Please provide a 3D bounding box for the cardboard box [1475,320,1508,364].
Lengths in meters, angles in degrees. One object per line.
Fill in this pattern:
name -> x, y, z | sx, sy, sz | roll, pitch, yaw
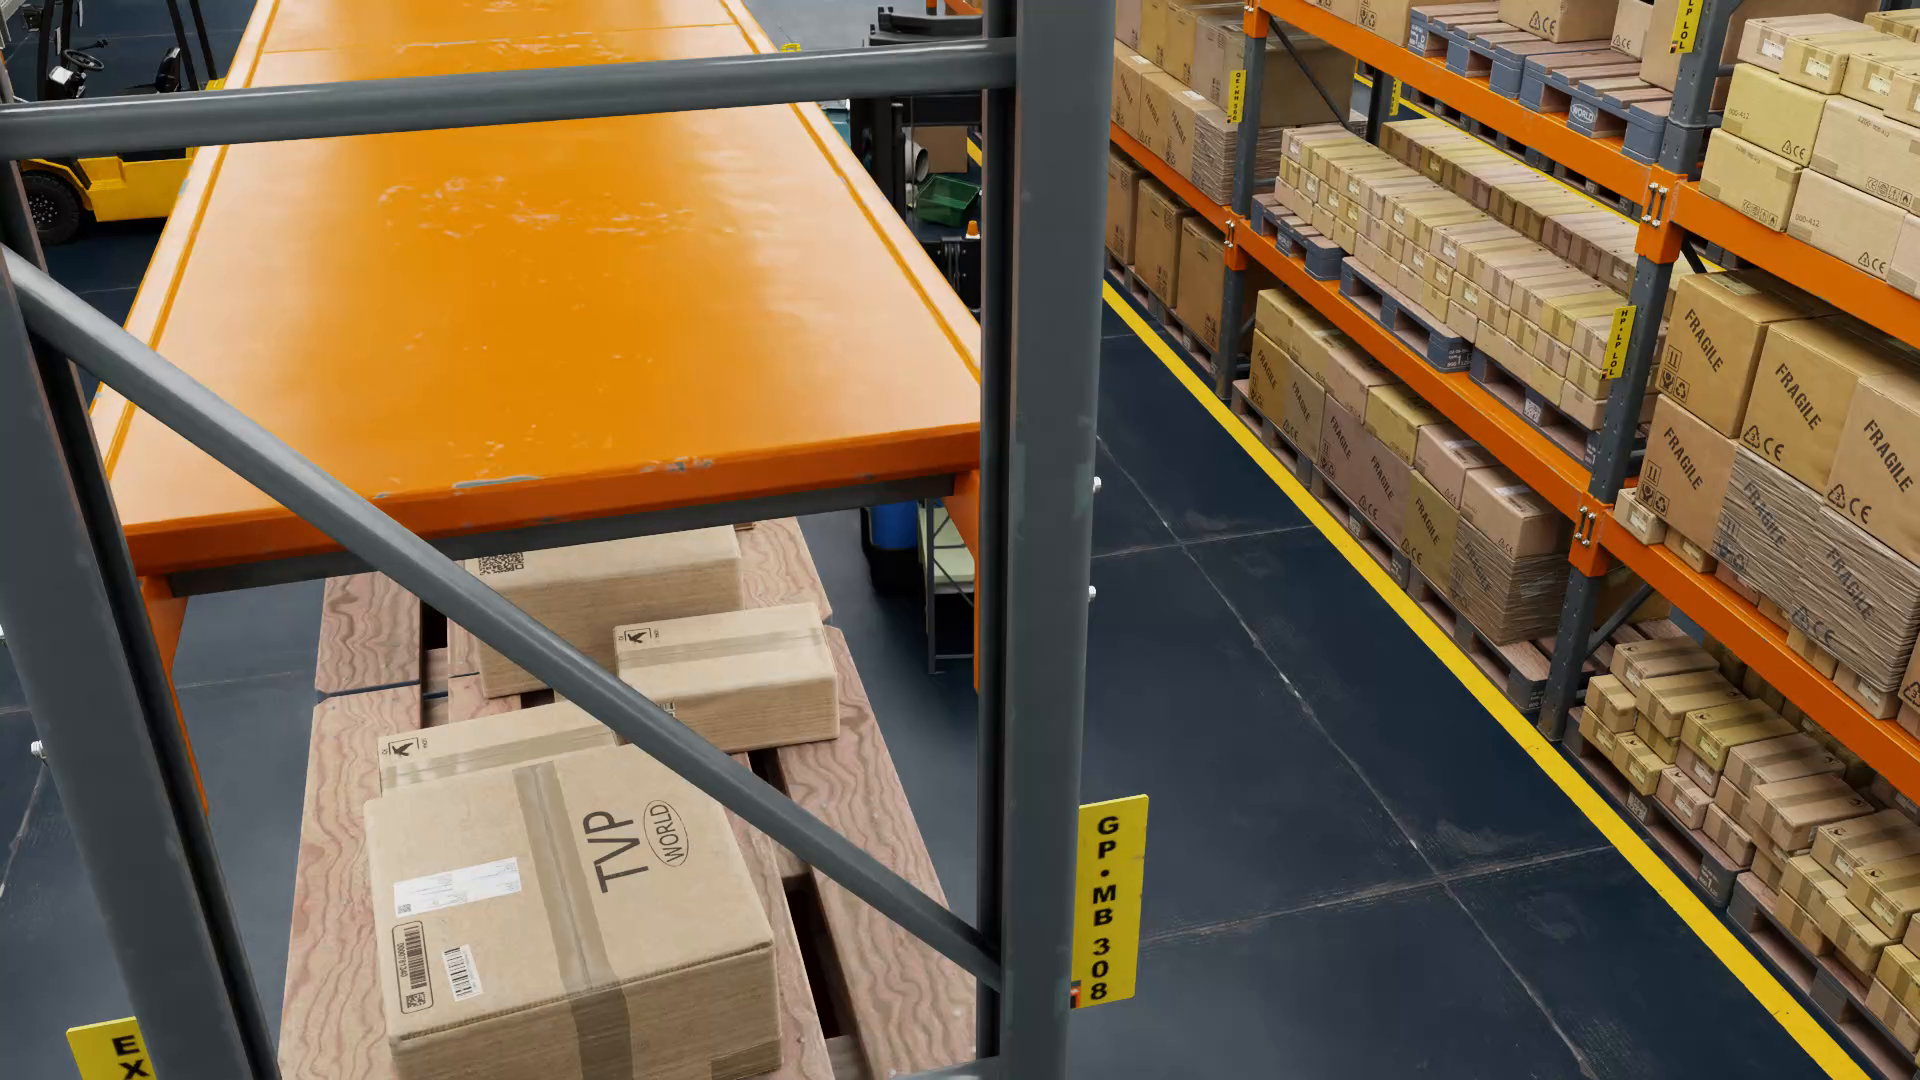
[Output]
cardboard box -> 2.825, -1.014, 8.340 | 0.380, 0.149, 0.250 | -9, 31, -16

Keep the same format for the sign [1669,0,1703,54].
sign -> 2.787, -2.026, 6.352 | 0.100, 0.325, 0.005 | -8, 31, -13

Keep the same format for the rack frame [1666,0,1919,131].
rack frame -> 3.321, -3.005, 5.959 | 1.000, 3.000, 0.127 | -8, 31, -13

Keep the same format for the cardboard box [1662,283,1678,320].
cardboard box -> 3.580, -1.124, 7.936 | 0.380, 0.149, 0.250 | -7, 31, -12

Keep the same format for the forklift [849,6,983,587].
forklift -> -0.085, -1.721, 9.797 | 1.130, 2.935, 3.031 | -2, 30, -4

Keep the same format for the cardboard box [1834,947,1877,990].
cardboard box -> 3.635, 1.600, 6.418 | 0.380, 0.149, 0.250 | -7, 31, -12

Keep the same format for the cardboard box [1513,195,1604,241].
cardboard box -> 3.241, -1.745, 9.008 | 0.380, 0.149, 0.250 | -7, 31, -12

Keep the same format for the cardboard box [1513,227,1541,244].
cardboard box -> 3.243, -1.617, 9.084 | 0.380, 0.149, 0.250 | -8, 31, -14

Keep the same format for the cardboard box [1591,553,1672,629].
cardboard box -> 3.381, 0.099, 8.660 | 0.500, 0.500, 0.500 | -7, 31, -11

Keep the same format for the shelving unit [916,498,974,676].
shelving unit -> 0.007, -0.149, 8.510 | 0.431, 1.500, 0.755 | -2, 30, -4

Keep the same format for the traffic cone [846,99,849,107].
traffic cone -> -1.092, -4.661, 17.341 | 0.336, 0.463, 0.334 | -8, 31, -13

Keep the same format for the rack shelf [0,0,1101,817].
rack shelf -> -0.893, -0.848, 3.349 | 1.077, 0.370, 4.000 | -8, 31, -13

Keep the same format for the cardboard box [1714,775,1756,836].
cardboard box -> 3.431, 1.086, 7.009 | 0.380, 0.149, 0.250 | -9, 31, -16

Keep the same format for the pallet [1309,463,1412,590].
pallet -> 2.786, -0.168, 9.829 | 1.003, 0.211, 1.213 | -8, 31, -13

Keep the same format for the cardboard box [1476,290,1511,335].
cardboard box -> 2.814, -1.155, 8.286 | 0.380, 0.149, 0.250 | -9, 31, -15

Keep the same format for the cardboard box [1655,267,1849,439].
cardboard box -> 3.206, -0.763, 6.679 | 0.500, 0.500, 0.500 | -7, 31, -12

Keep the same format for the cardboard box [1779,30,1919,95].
cardboard box -> 3.205, -1.722, 5.989 | 0.380, 0.149, 0.250 | -9, 31, -15

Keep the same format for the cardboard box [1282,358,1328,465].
cardboard box -> 2.338, -0.822, 10.253 | 0.500, 0.500, 0.500 | -7, 31, -13

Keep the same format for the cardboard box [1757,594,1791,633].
cardboard box -> 3.409, 0.249, 6.576 | 0.380, 0.149, 0.250 | -9, 31, -15

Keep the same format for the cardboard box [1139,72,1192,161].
cardboard box -> 1.618, -3.048, 11.922 | 0.500, 0.500, 0.500 | -8, 31, -14

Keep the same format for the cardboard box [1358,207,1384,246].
cardboard box -> 2.475, -1.781, 9.367 | 0.380, 0.149, 0.250 | -8, 31, -13

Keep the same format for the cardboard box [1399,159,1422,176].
cardboard box -> 2.902, -2.236, 10.153 | 0.380, 0.149, 0.250 | -7, 31, -11

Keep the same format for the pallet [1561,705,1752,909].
pallet -> 3.534, 1.118, 7.608 | 1.003, 0.211, 1.213 | -8, 31, -13

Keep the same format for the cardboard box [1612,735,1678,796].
cardboard box -> 3.179, 0.991, 7.471 | 0.380, 0.149, 0.250 | -7, 31, -12

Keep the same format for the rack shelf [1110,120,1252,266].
rack shelf -> 1.729, -2.995, 12.648 | 1.077, 0.370, 4.000 | -8, 31, -13

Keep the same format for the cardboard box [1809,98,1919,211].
cardboard box -> 3.345, -1.353, 5.749 | 0.500, 0.250, 0.500 | -8, 31, -13

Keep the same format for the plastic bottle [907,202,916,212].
plastic bottle -> -0.330, -2.933, 14.757 | 0.283, 0.061, 0.133 | 26, 39, 37

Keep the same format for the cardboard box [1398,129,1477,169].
cardboard box -> 2.896, -2.374, 10.094 | 0.380, 0.149, 0.250 | -8, 31, -14

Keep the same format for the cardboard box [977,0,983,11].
cardboard box -> 0.654, -5.296, 15.755 | 0.875, 0.550, 0.500 | -8, 31, -13

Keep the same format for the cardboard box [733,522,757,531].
cardboard box -> -0.753, -0.330, 3.712 | 0.500, 0.500, 0.500 | -7, 31, -12

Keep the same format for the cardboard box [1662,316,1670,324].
cardboard box -> 3.590, -0.987, 7.995 | 0.380, 0.149, 0.250 | -8, 31, -14

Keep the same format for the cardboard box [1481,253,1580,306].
cardboard box -> 2.818, -1.288, 8.219 | 0.380, 0.149, 0.250 | -8, 31, -13

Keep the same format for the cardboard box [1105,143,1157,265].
cardboard box -> 1.702, -2.726, 13.292 | 1.050, 0.750, 0.750 | -8, 31, -13

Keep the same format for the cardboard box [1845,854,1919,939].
cardboard box -> 3.603, 1.338, 6.277 | 0.380, 0.149, 0.250 | -8, 31, -13

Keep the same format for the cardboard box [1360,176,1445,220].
cardboard box -> 2.474, -1.915, 9.302 | 0.380, 0.149, 0.250 | -6, 31, -11

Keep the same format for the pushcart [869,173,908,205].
pushcart -> -1.363, -2.758, 14.138 | 1.648, 0.377, 0.936 | -20, 35, -30

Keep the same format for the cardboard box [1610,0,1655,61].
cardboard box -> 3.290, -2.303, 7.410 | 0.500, 0.311, 0.500 | -8, 31, -14

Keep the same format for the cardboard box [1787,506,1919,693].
cardboard box -> 3.447, 0.178, 6.051 | 0.500, 0.500, 0.500 | -9, 31, -14

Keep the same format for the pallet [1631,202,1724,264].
pallet -> 6.542, -2.710, 14.221 | 1.003, 0.211, 1.213 | -8, 31, -13

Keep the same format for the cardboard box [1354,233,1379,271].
cardboard box -> 2.473, -1.652, 9.442 | 0.380, 0.149, 0.250 | -7, 31, -12

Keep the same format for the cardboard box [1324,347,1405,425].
cardboard box -> 2.463, -0.914, 9.662 | 0.500, 0.250, 0.500 | -8, 31, -13

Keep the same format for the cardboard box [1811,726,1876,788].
cardboard box -> 3.839, 0.896, 7.040 | 0.380, 0.149, 0.250 | -7, 31, -12

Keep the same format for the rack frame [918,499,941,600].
rack frame -> -0.022, -0.331, 8.825 | 0.400, 1.500, 0.023 | -2, 30, -4

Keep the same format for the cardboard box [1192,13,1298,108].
cardboard box -> 2.015, -3.279, 11.322 | 0.700, 0.500, 0.500 | -8, 31, -14

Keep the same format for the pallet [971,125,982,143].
pallet -> 0.744, -4.034, 16.508 | 1.003, 0.211, 1.213 | -8, 31, -13

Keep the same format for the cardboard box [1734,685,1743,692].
cardboard box -> 3.711, 0.625, 7.806 | 0.380, 0.149, 0.250 | -7, 31, -12

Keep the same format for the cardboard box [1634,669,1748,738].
cardboard box -> 3.229, 0.721, 7.343 | 0.380, 0.149, 0.250 | -6, 31, -11

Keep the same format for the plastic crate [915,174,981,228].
plastic crate -> -0.111, -2.990, 14.671 | 0.450, 0.188, 0.662 | 16, 32, 7
